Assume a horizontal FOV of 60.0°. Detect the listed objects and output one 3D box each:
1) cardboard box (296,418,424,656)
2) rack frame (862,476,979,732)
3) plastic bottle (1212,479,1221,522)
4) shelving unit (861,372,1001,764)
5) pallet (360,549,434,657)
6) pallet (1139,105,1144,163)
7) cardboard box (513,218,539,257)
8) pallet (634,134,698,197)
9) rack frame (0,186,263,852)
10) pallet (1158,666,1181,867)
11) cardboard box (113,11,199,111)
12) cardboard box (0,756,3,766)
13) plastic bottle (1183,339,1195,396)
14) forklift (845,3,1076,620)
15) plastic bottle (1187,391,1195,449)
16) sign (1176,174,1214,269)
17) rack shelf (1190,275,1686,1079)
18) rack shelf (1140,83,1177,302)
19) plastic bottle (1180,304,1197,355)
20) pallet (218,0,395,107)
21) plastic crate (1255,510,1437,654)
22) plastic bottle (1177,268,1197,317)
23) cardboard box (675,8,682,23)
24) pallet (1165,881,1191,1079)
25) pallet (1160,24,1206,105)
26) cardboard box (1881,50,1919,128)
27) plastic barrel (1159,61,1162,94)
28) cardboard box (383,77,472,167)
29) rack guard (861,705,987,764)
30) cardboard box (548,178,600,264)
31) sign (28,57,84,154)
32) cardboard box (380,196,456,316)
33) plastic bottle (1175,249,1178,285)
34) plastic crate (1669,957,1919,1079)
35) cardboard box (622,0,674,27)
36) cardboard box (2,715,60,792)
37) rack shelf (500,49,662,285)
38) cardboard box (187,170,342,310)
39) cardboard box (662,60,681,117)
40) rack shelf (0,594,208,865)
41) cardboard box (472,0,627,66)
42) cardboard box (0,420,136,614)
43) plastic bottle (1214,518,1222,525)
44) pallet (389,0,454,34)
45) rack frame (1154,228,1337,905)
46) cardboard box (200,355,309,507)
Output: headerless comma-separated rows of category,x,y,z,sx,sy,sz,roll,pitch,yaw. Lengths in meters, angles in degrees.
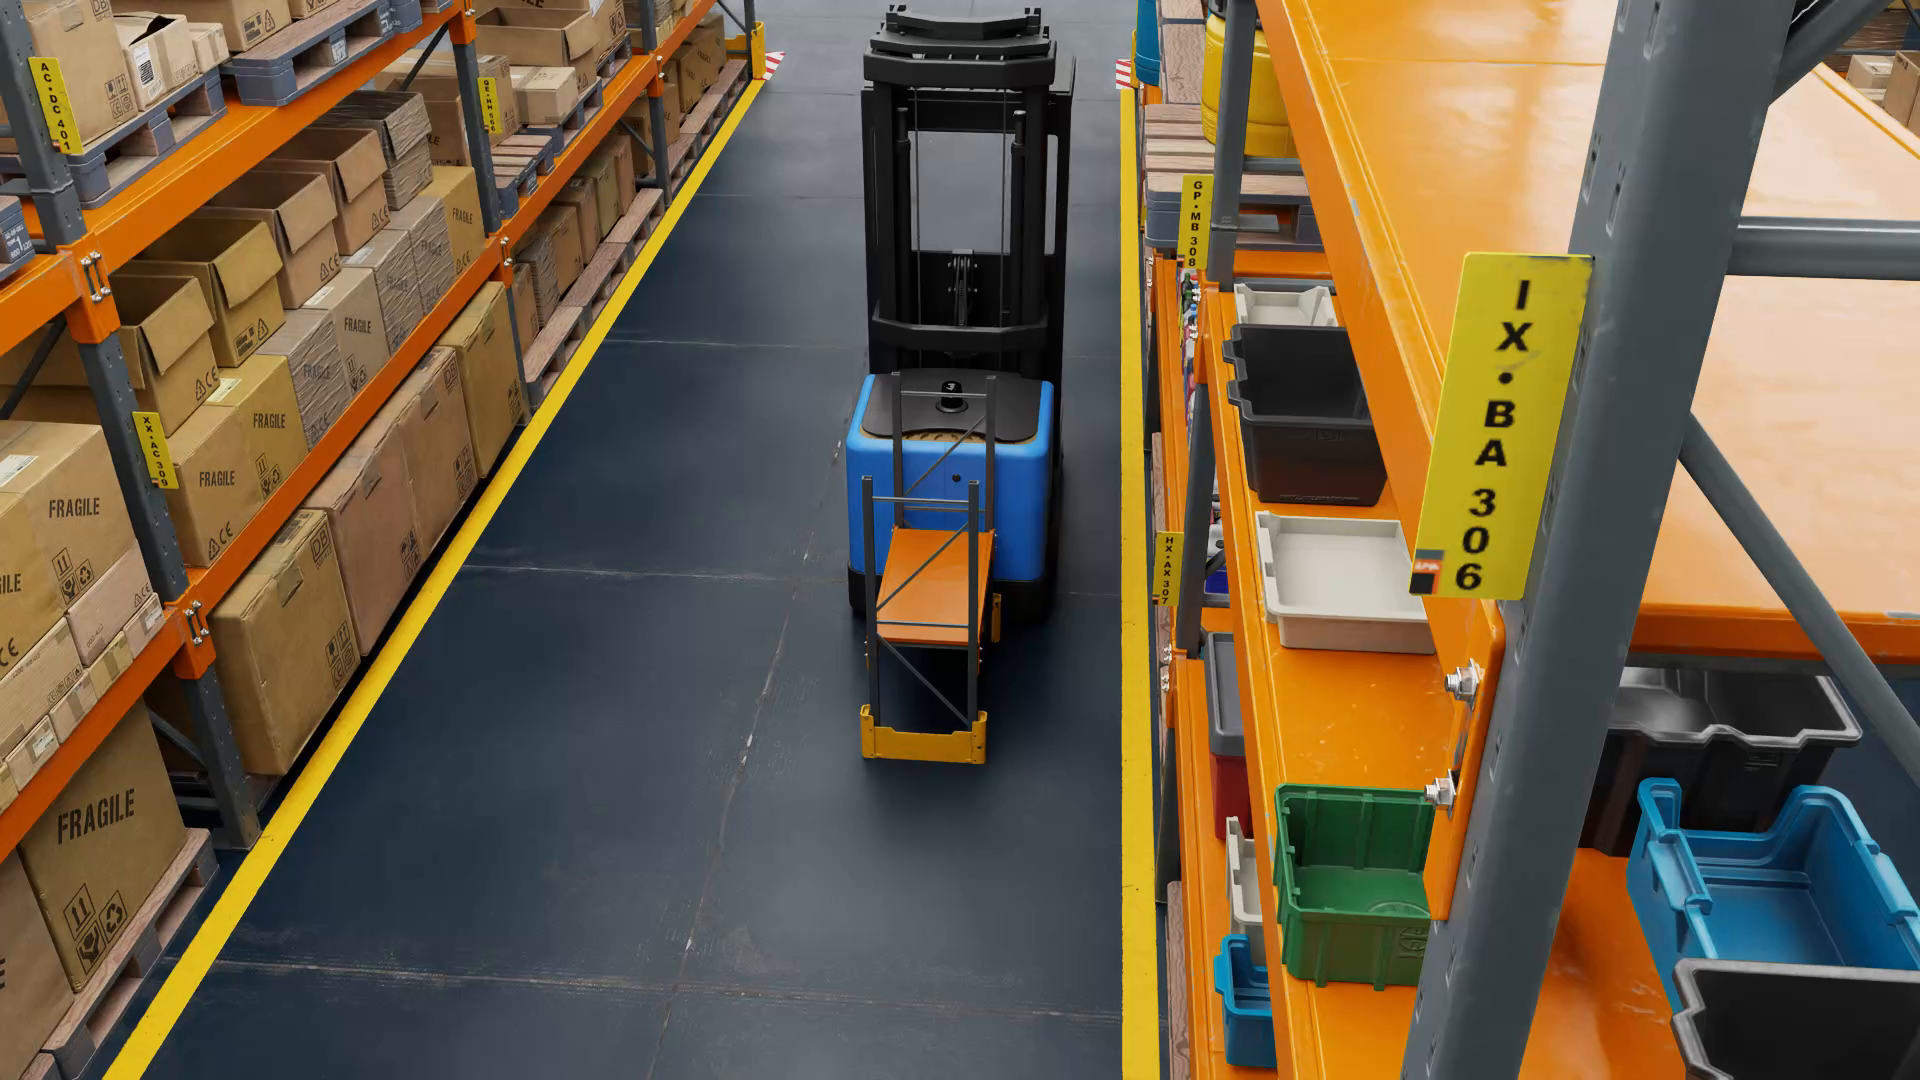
cardboard box,-3.506,-0.036,8.355,1.225,0.875,0.875,1,32,2
rack frame,-0.169,0.382,7.481,0.500,1.500,0.032,3,32,4
plastic bottle,1.067,-0.106,6.961,0.152,0.276,0.135,2,32,4
shelving unit,-0.125,0.121,7.904,0.587,1.500,1.083,3,32,4
pallet,-3.525,0.181,9.035,1.003,0.211,1.213,2,32,4
pallet,2.171,-3.733,15.387,1.003,0.211,1.213,2,32,4
cardboard box,-3.226,-2.123,11.364,0.500,0.250,0.500,6,32,10
pallet,-2.939,-3.308,14.697,1.003,0.211,1.213,2,32,4
rack frame,-3.610,0.041,6.605,1.000,3.000,0.127,2,32,4
pallet,1.431,1.038,7.645,1.003,0.211,1.213,2,32,4
cardboard box,-3.431,-1.947,6.656,0.500,0.311,0.500,1,32,2
cardboard box,-3.465,0.757,5.301,0.500,0.250,0.500,3,32,5
plastic bottle,1.182,-0.849,8.167,0.152,0.276,0.135,2,32,4
forklift,0.055,-1.577,9.296,1.130,2.935,3.031,3,32,4
plastic bottle,1.137,-0.561,7.700,0.152,0.276,0.135,2,32,4
sign,0.779,-1.053,5.512,0.100,0.325,0.005,2,32,4
rack shelf,1.164,0.327,3.967,1.077,0.370,4.000,2,32,4
rack shelf,1.815,-2.579,11.542,1.077,0.370,4.000,2,32,4
plastic bottle,1.191,-1.080,8.547,0.097,0.271,0.097,0,32,0
pallet,-3.372,-2.324,7.763,1.003,0.211,1.213,4,32,6
plastic crate,0.922,0.088,3.921,0.437,0.136,0.530,2,32,4
plastic bottle,1.257,-1.332,8.951,0.152,0.276,0.135,2,32,4
cardboard box,-2.604,-4.528,14.259,0.380,0.149,0.250,2,32,4
pallet,1.306,1.825,6.367,1.003,0.211,1.213,2,32,4
pallet,1.383,-1.952,7.159,1.003,0.211,1.213,2,32,4
cardboard box,6.793,-3.084,11.580,0.500,0.500,0.500,5,32,8
plastic barrel,1.682,-3.498,12.218,0.433,0.535,0.433,0,32,0
cardboard box,-3.280,-2.556,10.324,0.500,0.500,0.500,-1,32,-2
rack guard,-0.169,0.914,7.809,0.587,0.250,0.087,3,32,4
cardboard box,-3.132,-2.404,12.536,0.700,0.500,0.500,0,32,0
sign,-3.056,-1.467,5.625,0.100,0.325,0.005,2,32,4
cardboard box,-3.124,-1.565,9.115,0.500,0.500,0.500,2,32,4
plastic bottle,1.295,-1.574,9.344,0.152,0.276,0.135,2,32,4
plastic crate,1.310,0.933,2.423,0.497,0.269,0.590,2,32,4
cardboard box,-2.860,-4.545,13.667,0.875,0.500,0.500,2,32,4
cardboard box,-3.371,0.724,5.735,0.380,0.149,0.250,3,32,5
rack shelf,-3.121,-2.791,11.885,1.077,0.370,4.000,2,32,4
cardboard box,-3.463,-1.447,7.968,0.797,0.503,0.637,3,32,6
cardboard box,-2.875,-4.093,15.294,0.500,0.500,0.500,0,32,0
rack shelf,-3.772,1.393,5.097,1.077,0.370,4.000,2,32,4
cardboard box,-3.163,-4.167,12.461,1.000,1.000,1.000,3,32,4
cardboard box,-3.381,-0.090,5.961,0.500,0.500,0.500,3,32,5
plastic bottle,1.090,-0.012,6.880,0.097,0.201,0.097,0,32,0
pallet,-3.284,-2.909,8.712,1.213,0.211,1.003,4,32,6
rack frame,1.327,0.252,6.262,1.000,3.000,0.127,2,32,4
cardboard box,-3.283,-0.495,7.379,0.500,0.500,0.500,3,32,4
